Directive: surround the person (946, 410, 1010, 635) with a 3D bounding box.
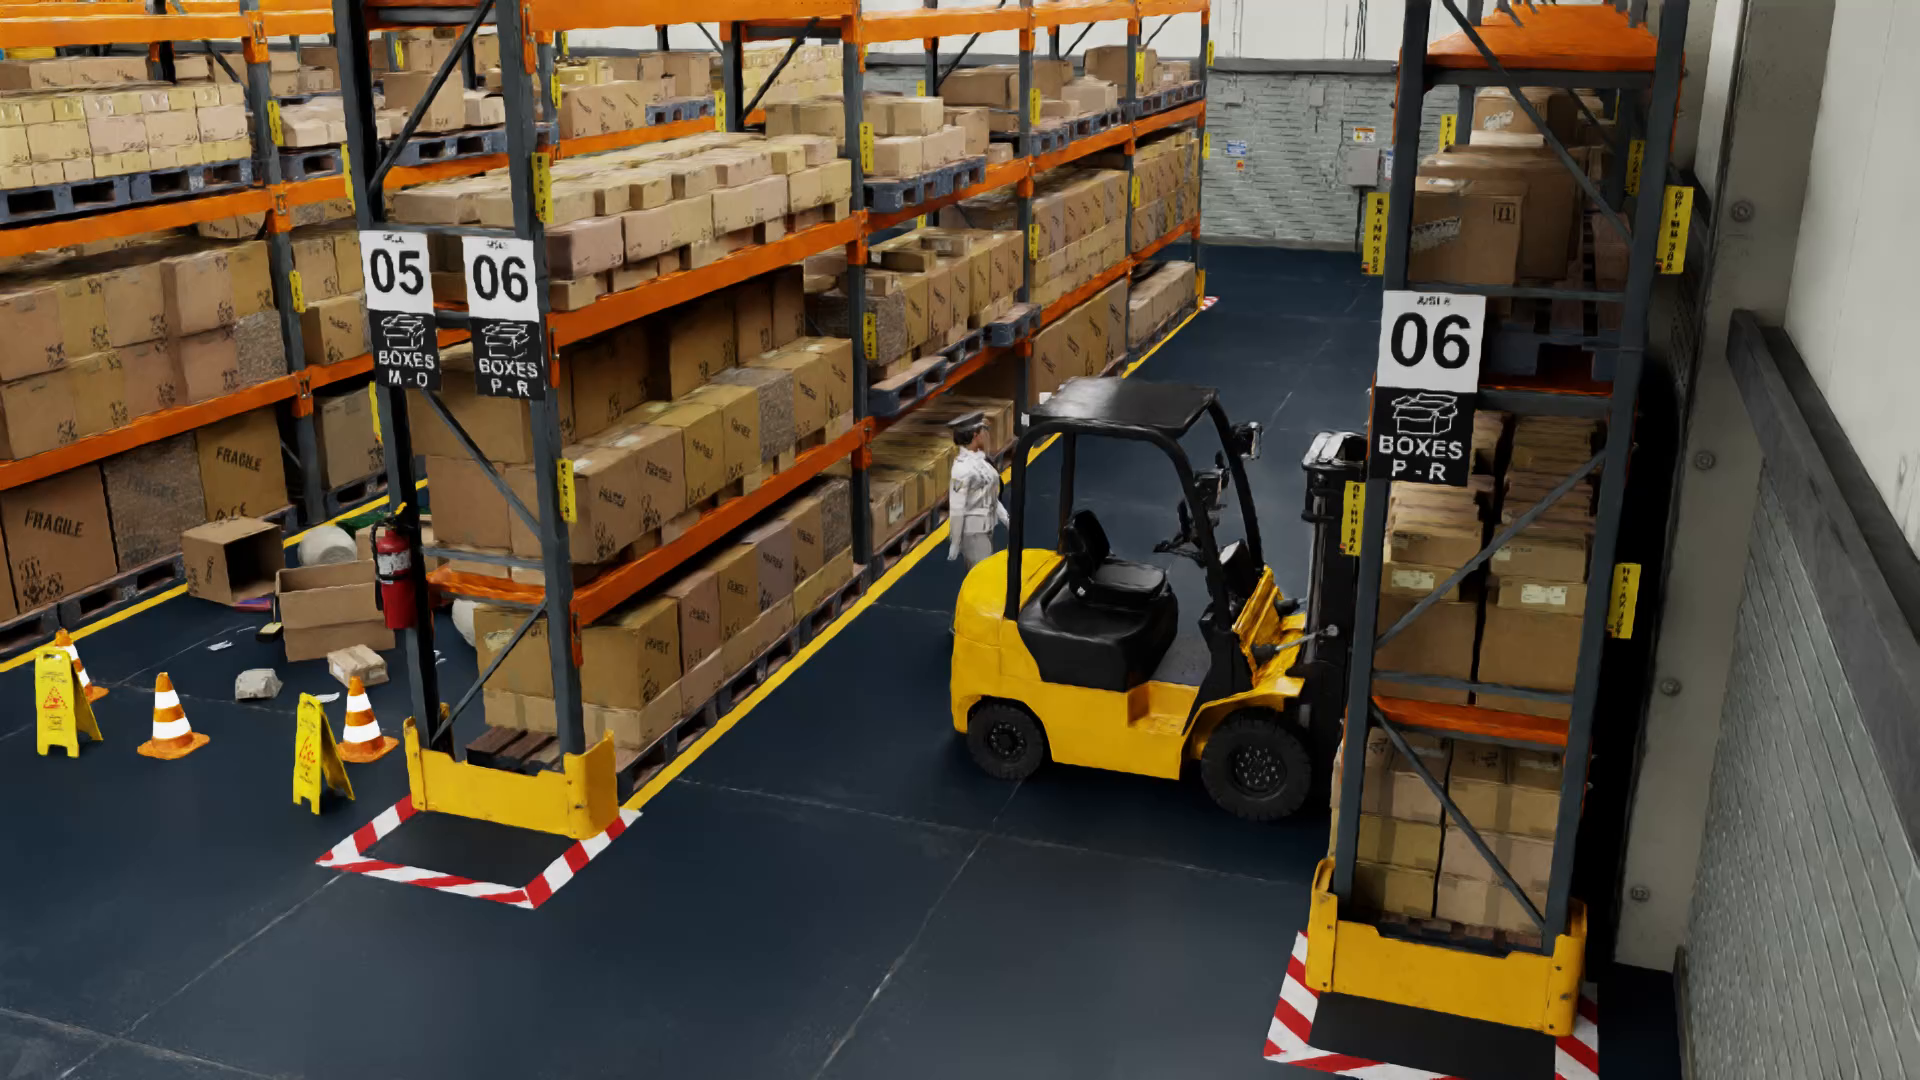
[{"bbox_3d":[0.178,-0.014,11.130,0.646,1.664,0.663,4,19,13],"label":"person"}]
